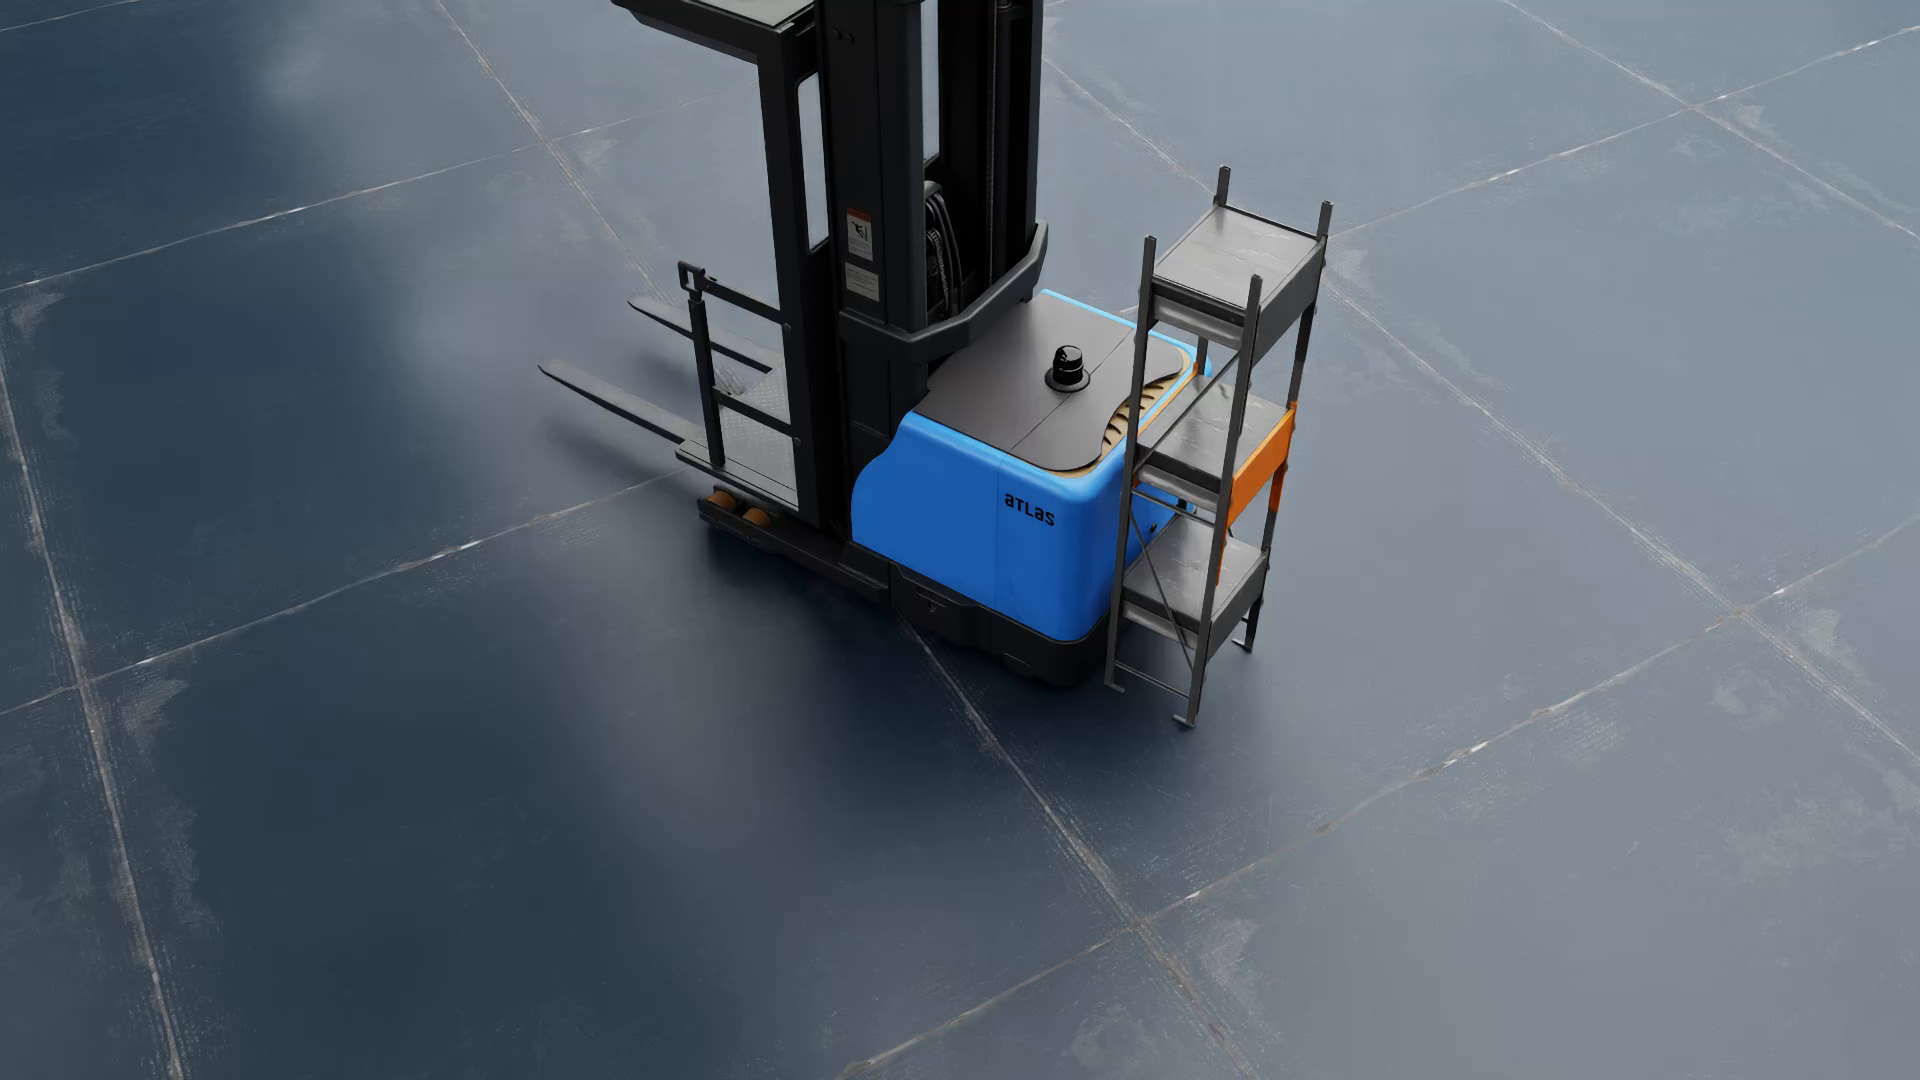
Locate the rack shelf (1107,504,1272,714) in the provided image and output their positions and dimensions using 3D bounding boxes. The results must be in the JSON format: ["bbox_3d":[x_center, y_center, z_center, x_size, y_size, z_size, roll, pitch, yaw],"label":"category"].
[{"bbox_3d":[0.877,0.264,6.425,0.431,0.518,0.480,25,50,24],"label":"rack shelf"}]

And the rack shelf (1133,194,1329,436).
[{"bbox_3d":[0.877,-0.741,5.450,0.431,0.518,0.480,25,50,24],"label":"rack shelf"}]

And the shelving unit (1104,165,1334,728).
[{"bbox_3d":[0.877,-0.248,5.928,0.431,2.100,0.503,25,50,24],"label":"shelving unit"}]

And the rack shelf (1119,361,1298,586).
[{"bbox_3d":[0.877,-0.239,5.937,0.431,0.518,0.480,25,50,24],"label":"rack shelf"}]

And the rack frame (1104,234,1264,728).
[{"bbox_3d":[0.740,-0.108,5.783,0.400,2.100,0.015,25,50,24],"label":"rack frame"}]

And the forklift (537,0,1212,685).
[{"bbox_3d":[-0.521,-1.300,6.414,3.031,2.935,1.130,25,50,24],"label":"forklift"}]

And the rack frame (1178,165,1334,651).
[{"bbox_3d":[1.015,-0.389,6.072,0.400,2.100,0.015,25,50,24],"label":"rack frame"}]
